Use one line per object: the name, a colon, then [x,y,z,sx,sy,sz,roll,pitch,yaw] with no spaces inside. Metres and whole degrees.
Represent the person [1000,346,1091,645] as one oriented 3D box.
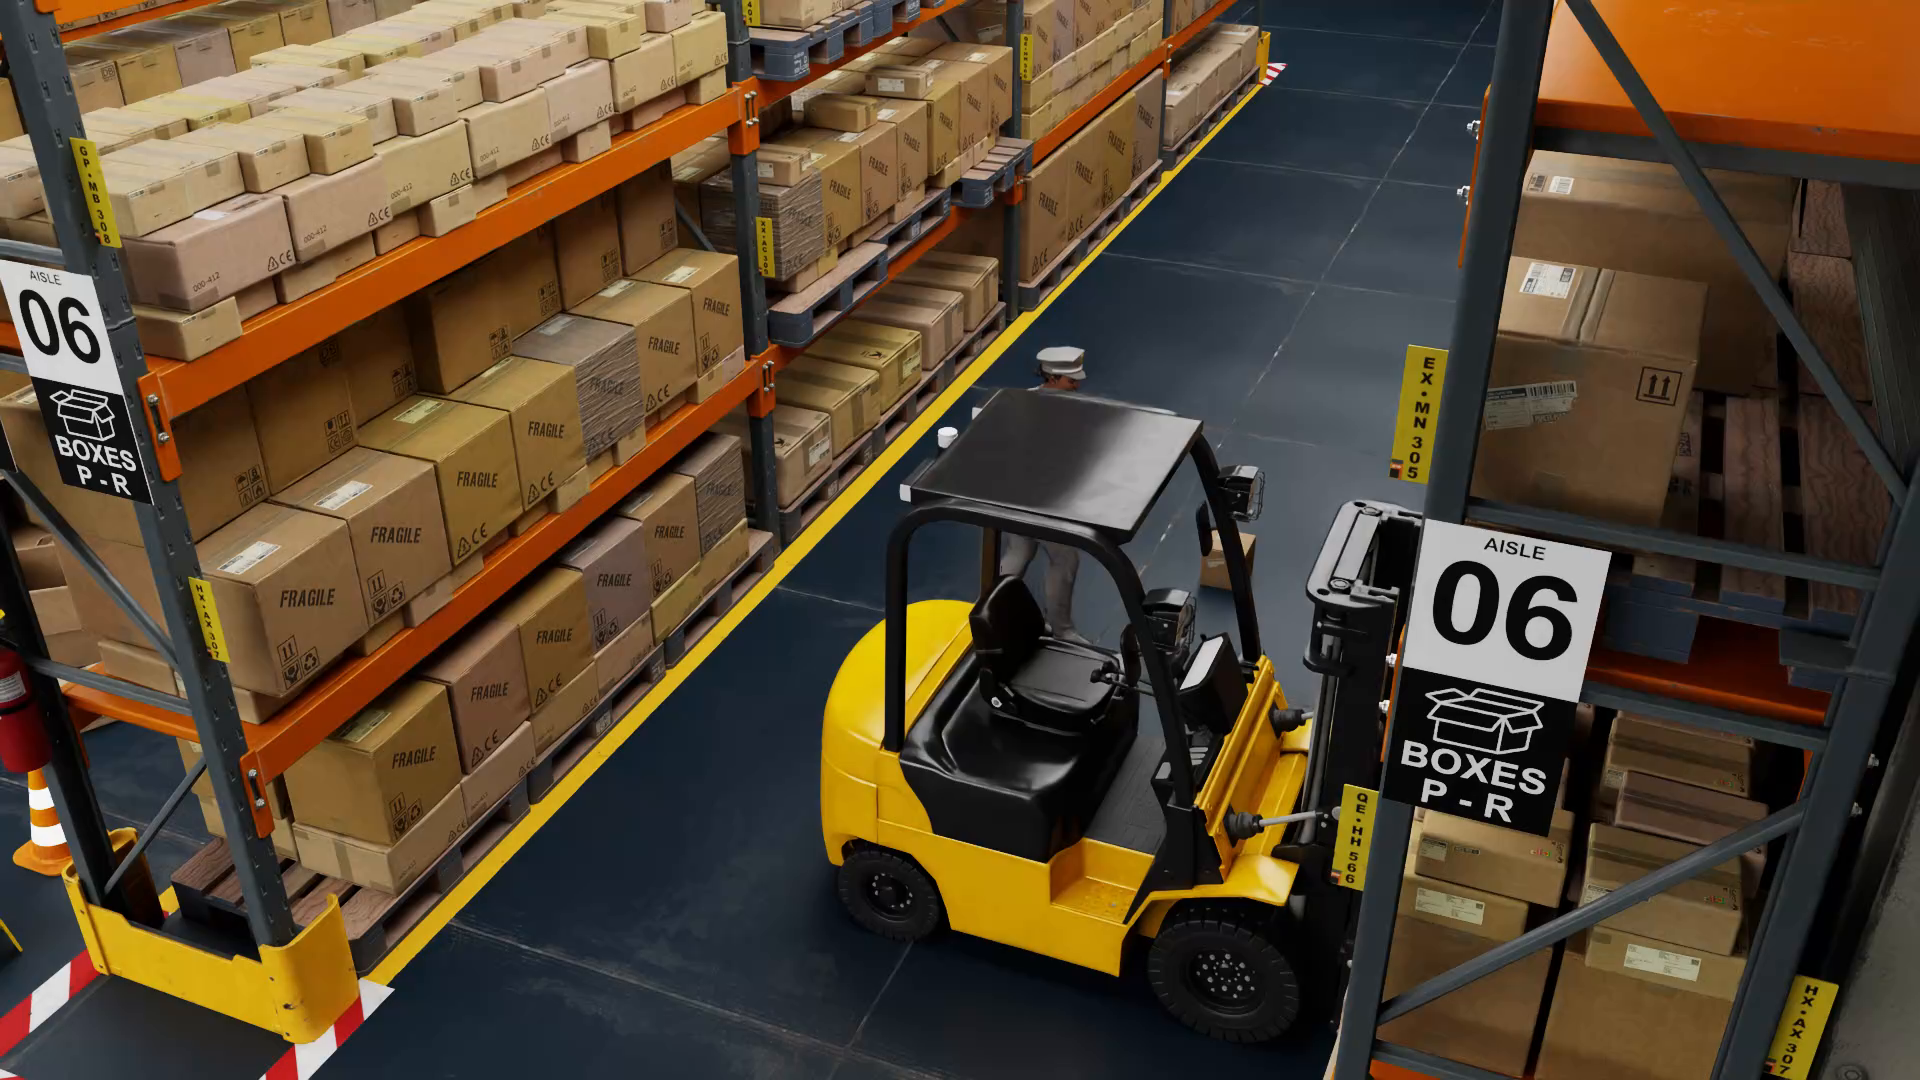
person: [0.406,-0.193,8.766,0.541,1.716,0.477,-9,31,-16]
